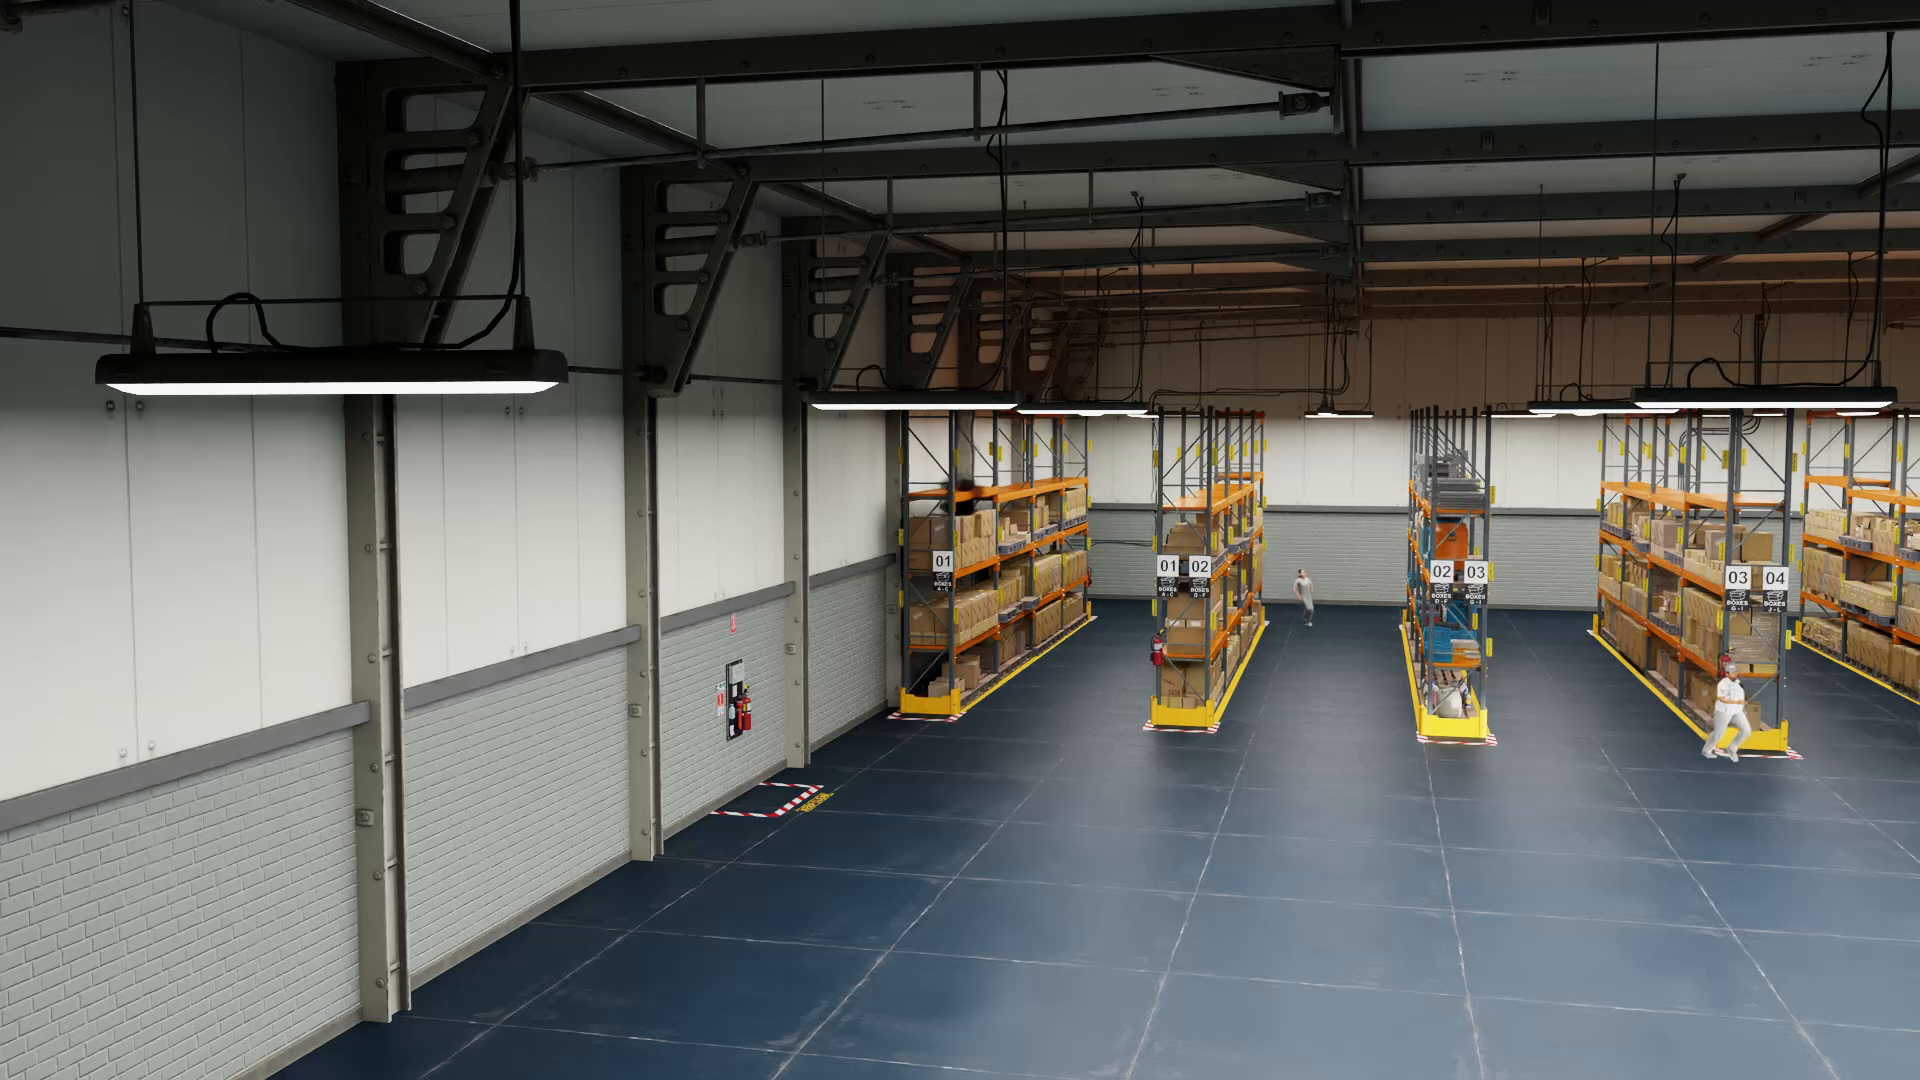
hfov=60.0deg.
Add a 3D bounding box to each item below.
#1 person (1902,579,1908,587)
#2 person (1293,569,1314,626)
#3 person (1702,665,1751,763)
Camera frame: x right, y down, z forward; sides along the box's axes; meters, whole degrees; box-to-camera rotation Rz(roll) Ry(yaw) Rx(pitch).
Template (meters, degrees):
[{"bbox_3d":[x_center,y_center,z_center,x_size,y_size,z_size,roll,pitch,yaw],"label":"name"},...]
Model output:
[{"bbox_3d":[23.400,1.892,41.232,0.681,1.837,0.829,0,4,6],"label":"person"},{"bbox_3d":[9.625,1.605,46.324,0.609,1.609,0.493,-1,4,-18],"label":"person"},{"bbox_3d":[12.892,2.896,27.848,0.615,1.649,0.827,-2,4,-21],"label":"person"}]
